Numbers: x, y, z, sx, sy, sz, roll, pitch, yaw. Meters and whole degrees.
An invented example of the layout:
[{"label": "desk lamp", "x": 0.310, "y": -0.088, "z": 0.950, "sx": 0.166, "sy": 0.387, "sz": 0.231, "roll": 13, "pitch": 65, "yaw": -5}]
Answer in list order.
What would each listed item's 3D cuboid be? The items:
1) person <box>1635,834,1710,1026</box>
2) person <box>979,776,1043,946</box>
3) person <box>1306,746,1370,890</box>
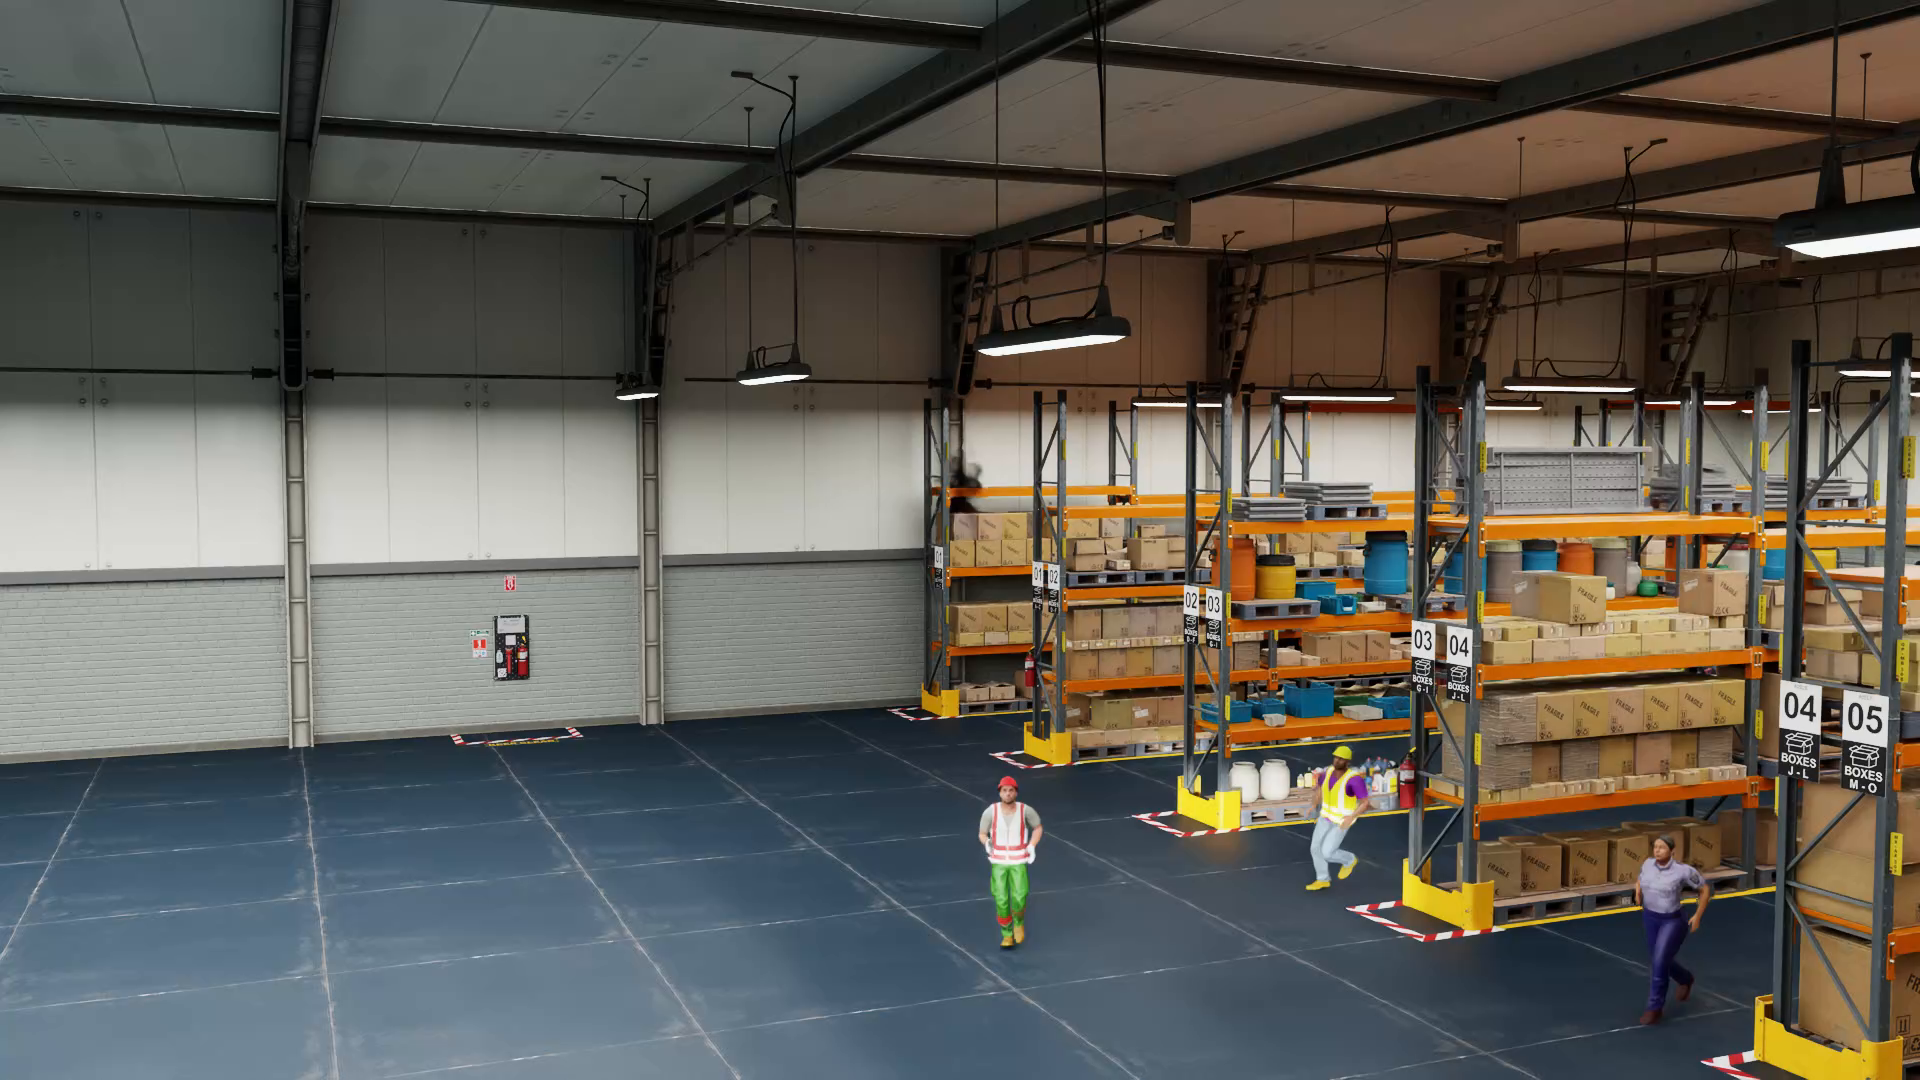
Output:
[{"label": "person", "x": 6.376, "y": 3.474, "z": 14.995, "sx": 0.889, "sy": 1.666, "sz": 0.639, "roll": -2, "pitch": 4, "yaw": -30}, {"label": "person", "x": 0.501, "y": 3.283, "z": 16.877, "sx": 0.644, "sy": 1.741, "sz": 0.581, "roll": 0, "pitch": 3, "yaw": 6}, {"label": "person", "x": 4.371, "y": 3.199, "z": 19.122, "sx": 0.584, "sy": 1.705, "sz": 0.746, "roll": -2, "pitch": 4, "yaw": -32}]
